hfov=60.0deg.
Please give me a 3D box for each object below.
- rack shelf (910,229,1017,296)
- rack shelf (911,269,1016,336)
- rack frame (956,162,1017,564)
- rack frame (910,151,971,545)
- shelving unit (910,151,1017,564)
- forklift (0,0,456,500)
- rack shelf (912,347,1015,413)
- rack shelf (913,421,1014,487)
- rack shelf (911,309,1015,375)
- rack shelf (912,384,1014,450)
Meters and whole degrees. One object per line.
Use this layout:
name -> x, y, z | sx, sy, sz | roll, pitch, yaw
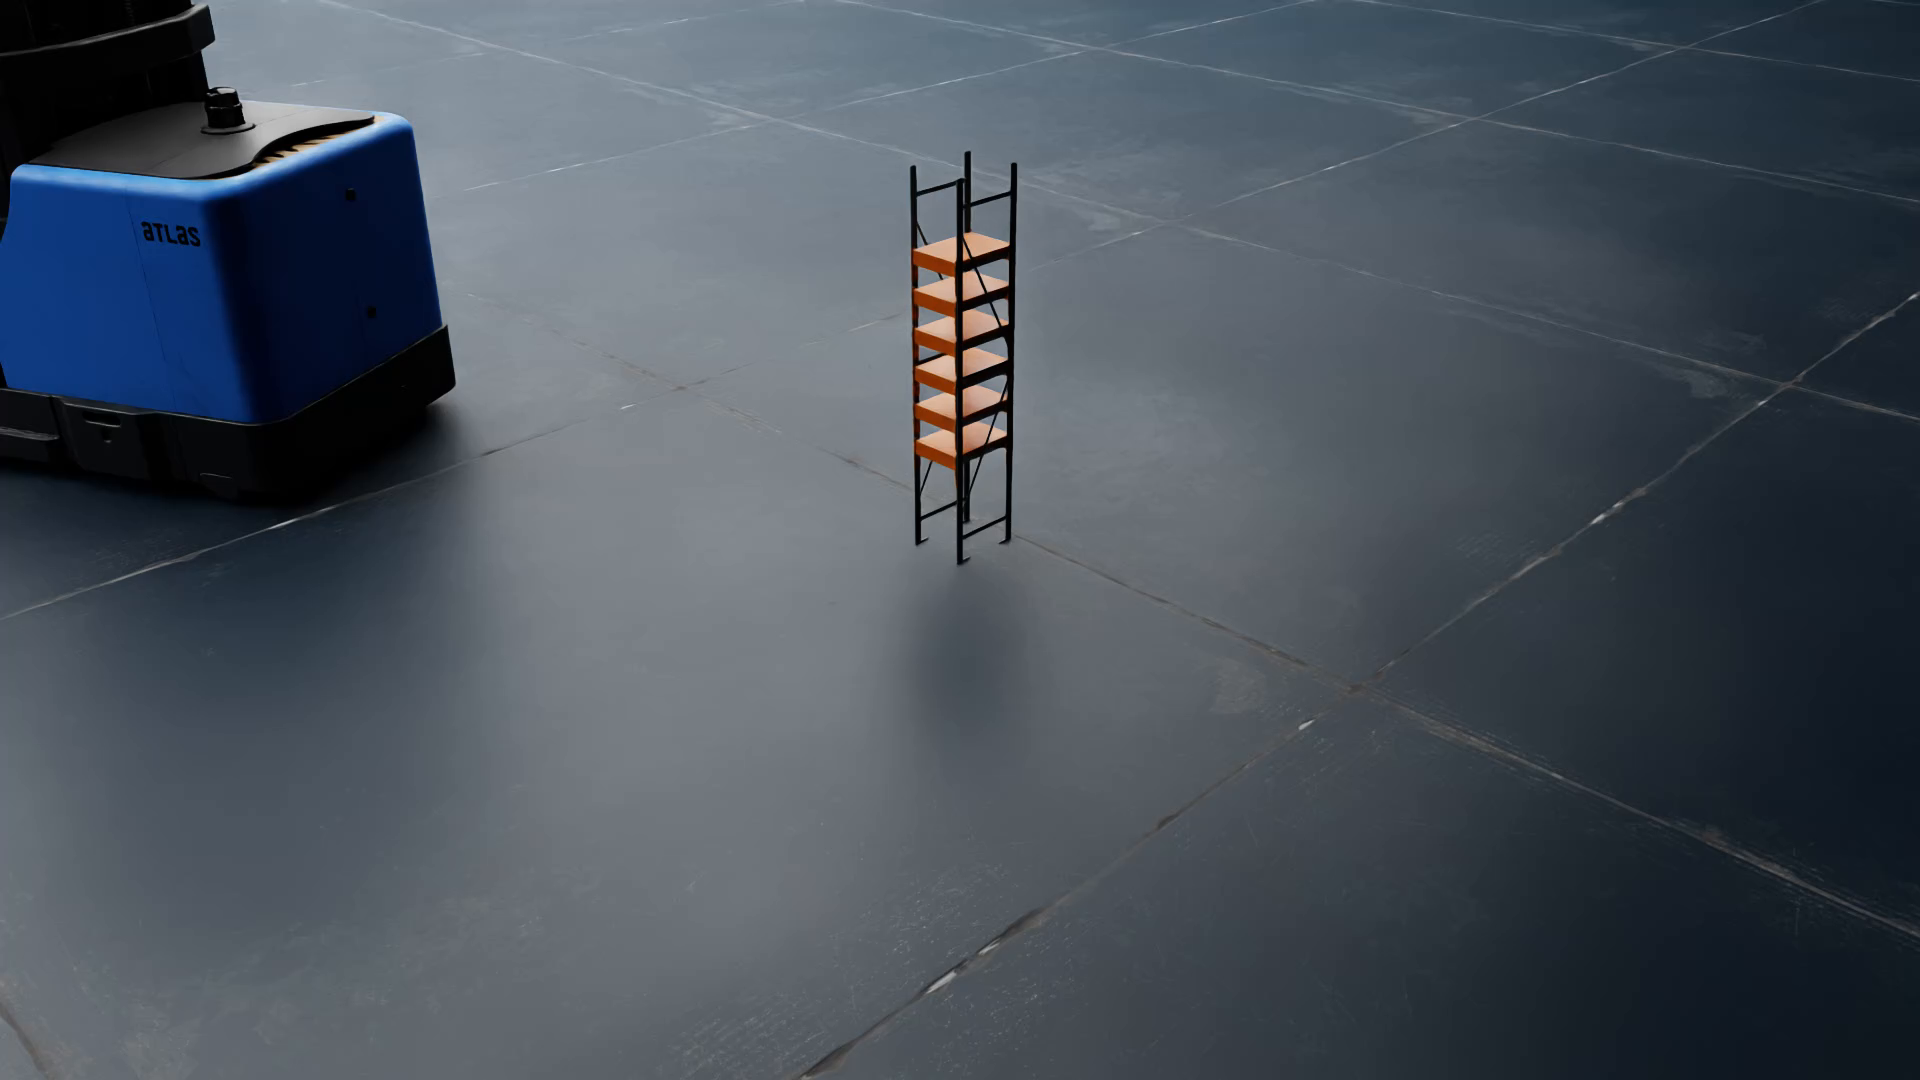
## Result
rack shelf -> 0.010, -0.806, 4.815 | 0.180, 0.103, 0.258 | 25, 36, 38
rack shelf -> 0.010, -0.699, 4.871 | 0.180, 0.103, 0.258 | 25, 36, 38
rack frame -> 0.076, -0.496, 4.905 | 0.006, 1.200, 0.240 | 25, 36, 38
rack frame -> -0.055, -0.556, 5.019 | 0.006, 1.200, 0.240 | 25, 36, 38
shelving unit -> 0.010, -0.526, 4.962 | 0.189, 1.200, 0.258 | 25, 36, 38
forklift -> -3.450, -1.823, 5.567 | 3.031, 2.935, 1.130 | 9, 29, 16
rack shelf -> 0.010, -0.487, 4.982 | 0.180, 0.103, 0.258 | 25, 36, 38
rack shelf -> 0.010, -0.275, 5.094 | 0.180, 0.103, 0.258 | 25, 36, 38
rack shelf -> 0.010, -0.593, 4.927 | 0.180, 0.103, 0.258 | 25, 36, 38
rack shelf -> 0.010, -0.381, 5.038 | 0.180, 0.103, 0.258 | 25, 36, 38
